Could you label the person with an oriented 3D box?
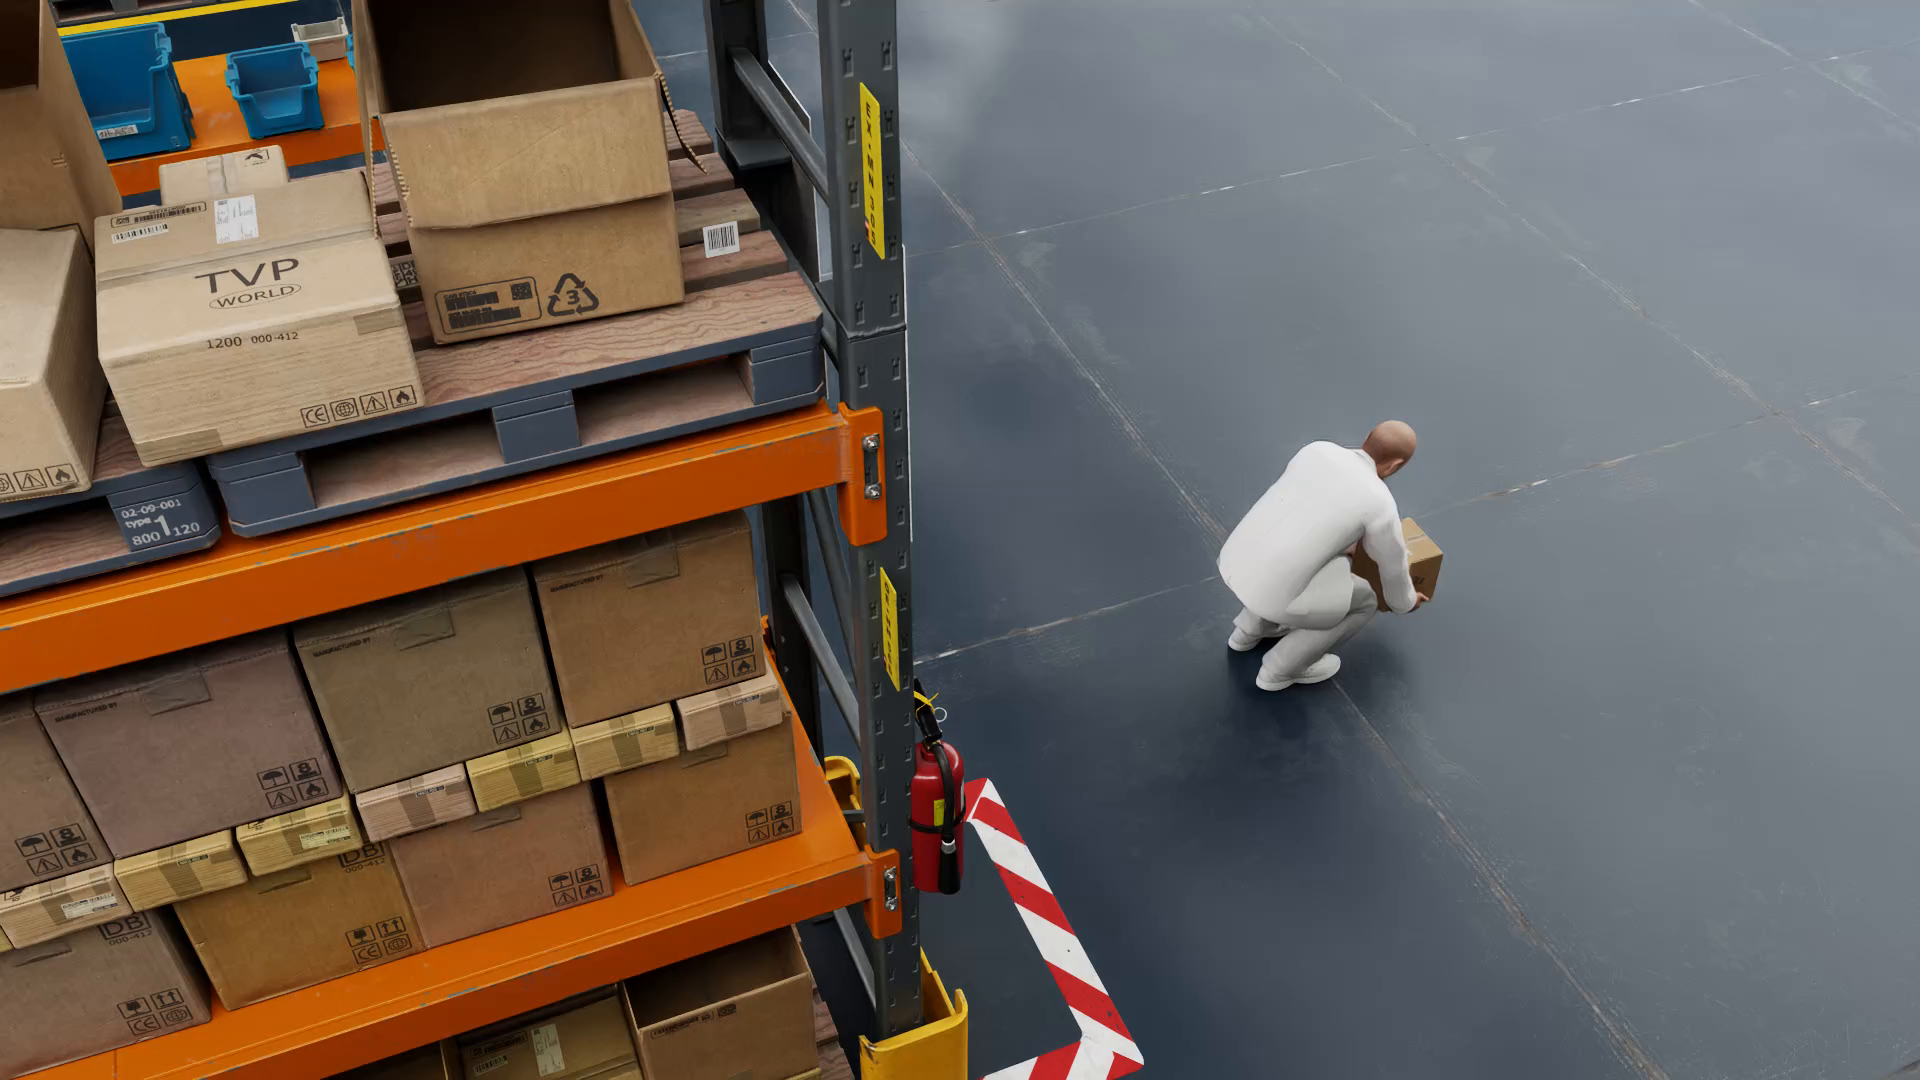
[{"bbox_3d":[1.447,0.045,6.676,0.899,1.046,0.613,-15,43,-17],"label":"person"}]
